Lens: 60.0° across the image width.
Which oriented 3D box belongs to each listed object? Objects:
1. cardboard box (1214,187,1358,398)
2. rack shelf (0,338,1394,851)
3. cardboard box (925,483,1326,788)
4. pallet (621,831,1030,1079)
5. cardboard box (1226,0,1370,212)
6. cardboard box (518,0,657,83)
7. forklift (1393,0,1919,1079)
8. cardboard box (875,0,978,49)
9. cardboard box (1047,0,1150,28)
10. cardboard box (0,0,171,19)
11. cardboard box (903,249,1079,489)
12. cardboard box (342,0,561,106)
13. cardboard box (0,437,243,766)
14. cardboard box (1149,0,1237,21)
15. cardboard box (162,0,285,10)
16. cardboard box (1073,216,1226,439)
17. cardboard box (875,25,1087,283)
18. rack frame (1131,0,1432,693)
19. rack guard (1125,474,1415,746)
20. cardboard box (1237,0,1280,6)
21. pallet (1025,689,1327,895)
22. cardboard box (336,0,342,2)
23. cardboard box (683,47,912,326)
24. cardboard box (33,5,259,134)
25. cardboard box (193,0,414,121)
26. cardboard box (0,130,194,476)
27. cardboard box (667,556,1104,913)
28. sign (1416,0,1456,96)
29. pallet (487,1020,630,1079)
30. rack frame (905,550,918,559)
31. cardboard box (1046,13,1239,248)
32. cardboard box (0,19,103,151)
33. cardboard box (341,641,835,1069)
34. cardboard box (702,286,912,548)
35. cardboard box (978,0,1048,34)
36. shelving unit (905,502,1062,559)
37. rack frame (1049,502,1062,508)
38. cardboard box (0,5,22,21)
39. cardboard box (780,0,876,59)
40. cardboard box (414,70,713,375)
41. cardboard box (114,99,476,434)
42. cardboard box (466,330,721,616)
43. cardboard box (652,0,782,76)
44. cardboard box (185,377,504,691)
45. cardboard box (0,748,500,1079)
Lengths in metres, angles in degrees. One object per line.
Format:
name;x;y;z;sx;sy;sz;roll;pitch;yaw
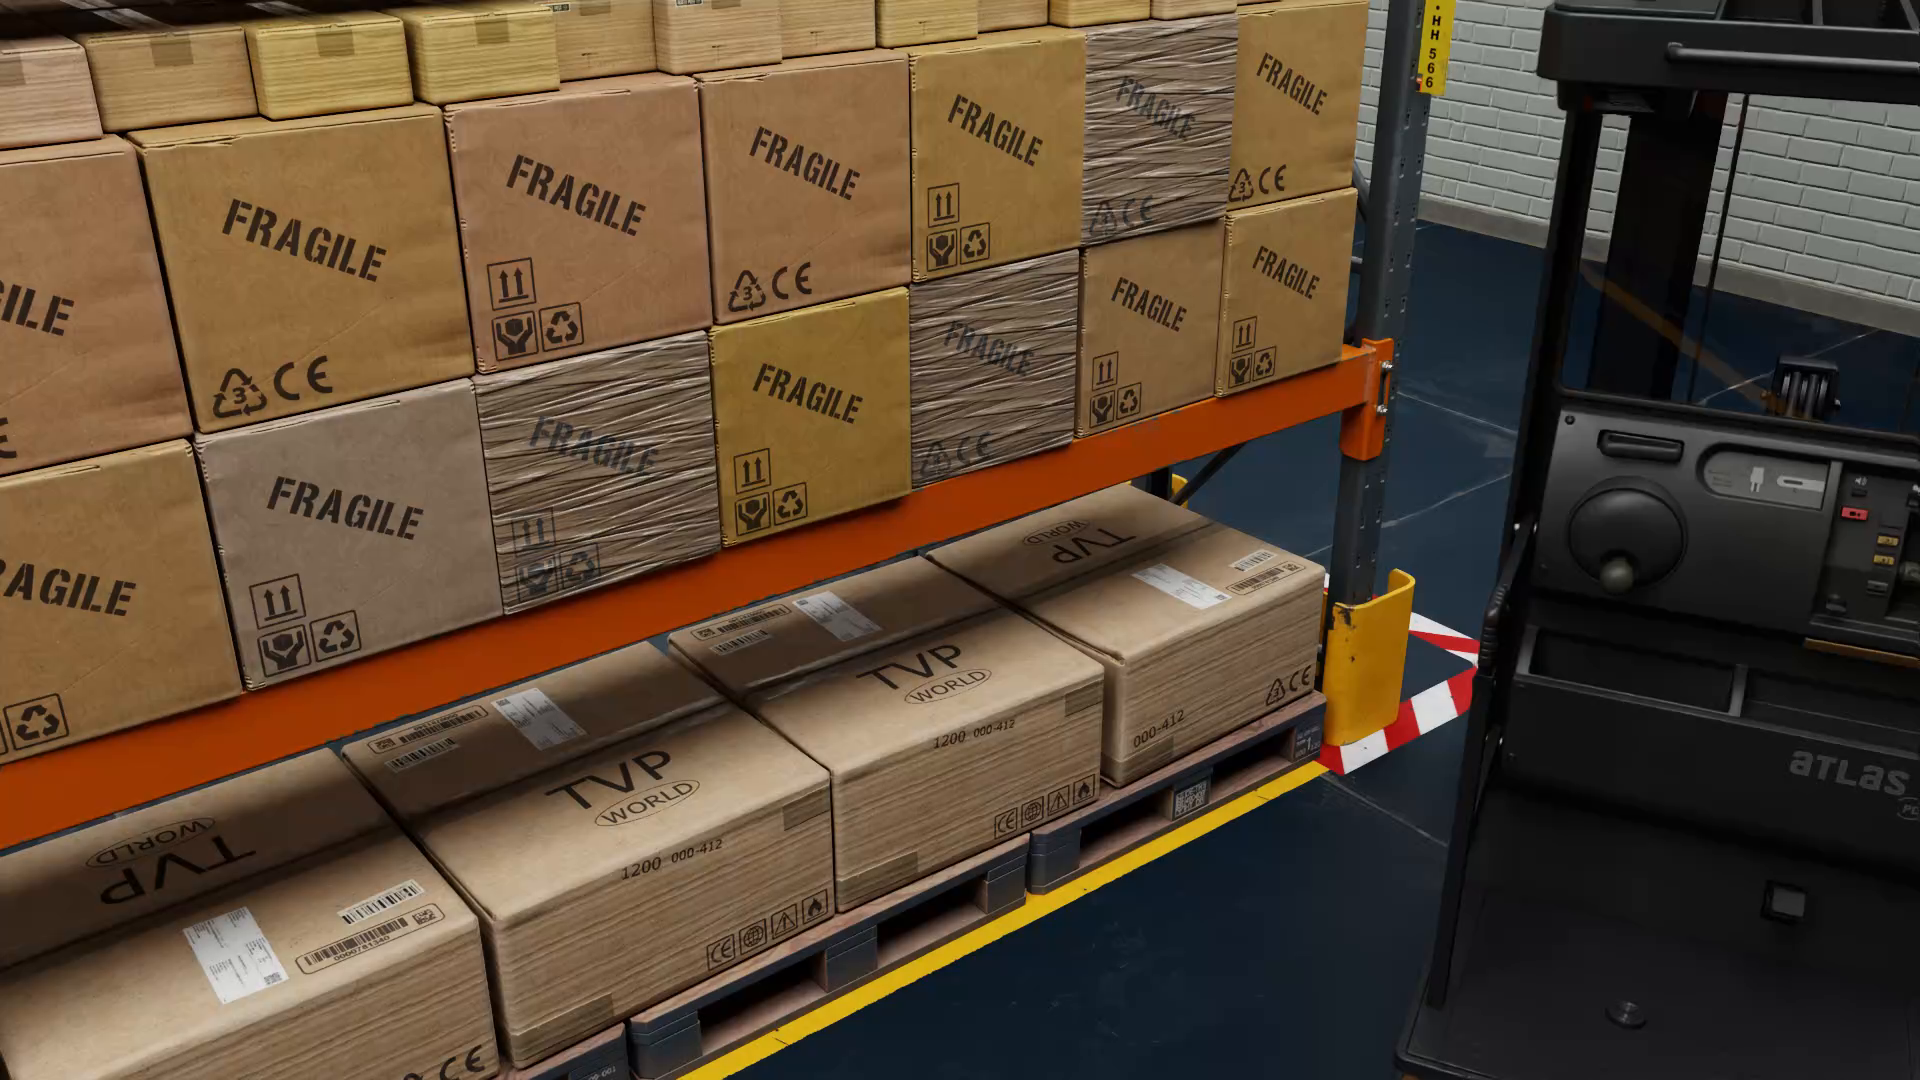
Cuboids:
cardboard box;0.743;-0.753;4.690;0.500;0.500;0.500;-18;30;-34
rack shelf;-0.615;-0.075;4.202;4.000;0.370;1.077;-18;31;-34
cardboard box;0.501;0.256;5.180;0.875;0.438;0.875;-19;31;-36
pallet;-0.581;0.893;4.575;1.213;0.211;1.003;-18;31;-34
cardboard box;0.727;-1.215;4.499;0.500;0.500;0.500;-17;30;-32
cardboard box;-0.806;-1.019;3.305;0.250;0.149;0.380;-18;31;-34
forklift;1.615;0.006;3.256;1.130;2.935;3.031;11;27;22
cardboard box;-0.170;-1.204;3.705;0.250;0.149;0.380;-17;30;-33
cardboard box;0.240;-1.333;3.983;0.250;0.149;0.380;-17;30;-33
cardboard box;-1.666;-0.954;3.165;0.250;0.149;0.380;-18;31;-34
cardboard box;-0.060;-0.491;4.125;0.500;0.500;0.500;-17;30;-33
cardboard box;-0.953;-0.927;3.106;0.250;0.149;0.380;-19;31;-35
cardboard box;-1.658;0.038;2.986;0.500;0.500;0.500;-17;30;-32
cardboard box;0.464;-1.385;4.095;0.250;0.149;0.380;-19;31;-35
cardboard box;-1.478;-1.026;3.320;0.250;0.149;0.380;-19;31;-34
cardboard box;0.339;-0.627;4.420;0.500;0.500;0.500;-19;31;-35
cardboard box;-0.058;-0.942;3.911;0.500;0.500;0.500;-18;31;-34
rack frame;0.959;-0.920;5.170;0.127;3.000;1.000;-18;31;-34
rack guard;0.978;0.207;5.710;0.348;0.500;1.175;-18;31;-34
cardboard box;0.615;-1.480;4.299;0.250;0.149;0.380;-18;30;-33
pallet;0.378;0.578;5.254;1.213;0.211;1.003;-18;31;-34
cardboard box;-1.303;-1.103;3.486;0.250;0.149;0.380;-19;31;-34
cardboard box;-0.455;-0.812;3.631;0.500;0.500;0.500;-19;31;-34
cardboard box;-1.413;-0.823;2.883;0.250;0.149;0.380;-19;31;-35
cardboard box;-1.180;-0.867;2.978;0.250;0.149;0.380;-19;31;-34
cardboard box;-1.664;-0.424;2.793;0.500;0.500;0.500;-18;30;-34
cardboard box;-0.214;0.496;4.662;0.875;0.438;0.875;-17;30;-33
sign;1.283;-1.370;4.482;0.005;0.325;0.100;-18;31;-34
pallet;-1.542;1.212;3.888;1.213;0.211;1.003;-18;31;-34
rack frame;-0.293;-0.583;6.226;0.023;1.500;0.400;-18;31;-34
cardboard box;0.333;-1.070;4.185;0.500;0.500;0.500;-18;30;-34
cardboard box;-1.588;-0.742;2.710;0.250;0.149;0.380;-18;30;-33
cardboard box;-0.924;0.730;4.159;0.875;0.438;0.875;-19;31;-35
cardboard box;-0.459;-0.352;3.827;0.500;0.500;0.500;-17;30;-33
cardboard box;-0.009;-1.289;3.887;0.250;0.149;0.380;-19;31;-34
shelving unit;-0.005;-0.679;6.431;0.755;1.500;0.431;-18;31;-34
rack frame;0.283;-0.774;6.635;0.023;1.500;0.400;-18;31;-34
cardboard box;-1.868;-0.893;3.033;0.250;0.149;0.380;-17;30;-33
cardboard box;-0.388;-1.142;3.571;0.250;0.149;0.380;-17;30;-32
cardboard box;-0.853;-0.682;3.350;0.500;0.500;0.500;-18;30;-33
cardboard box;-1.263;-0.553;3.072;0.500;0.500;0.500;-19;31;-35
cardboard box;-0.864;-0.218;3.539;0.500;0.500;0.500;-18;30;-34
cardboard box;-0.570;-1.060;3.394;0.250;0.149;0.380;-18;30;-34
cardboard box;-1.259;-0.091;3.265;0.500;0.500;0.500;-18;30;-34
cardboard box;-1.628;0.963;3.657;0.875;0.438;0.875;-19;31;-35
